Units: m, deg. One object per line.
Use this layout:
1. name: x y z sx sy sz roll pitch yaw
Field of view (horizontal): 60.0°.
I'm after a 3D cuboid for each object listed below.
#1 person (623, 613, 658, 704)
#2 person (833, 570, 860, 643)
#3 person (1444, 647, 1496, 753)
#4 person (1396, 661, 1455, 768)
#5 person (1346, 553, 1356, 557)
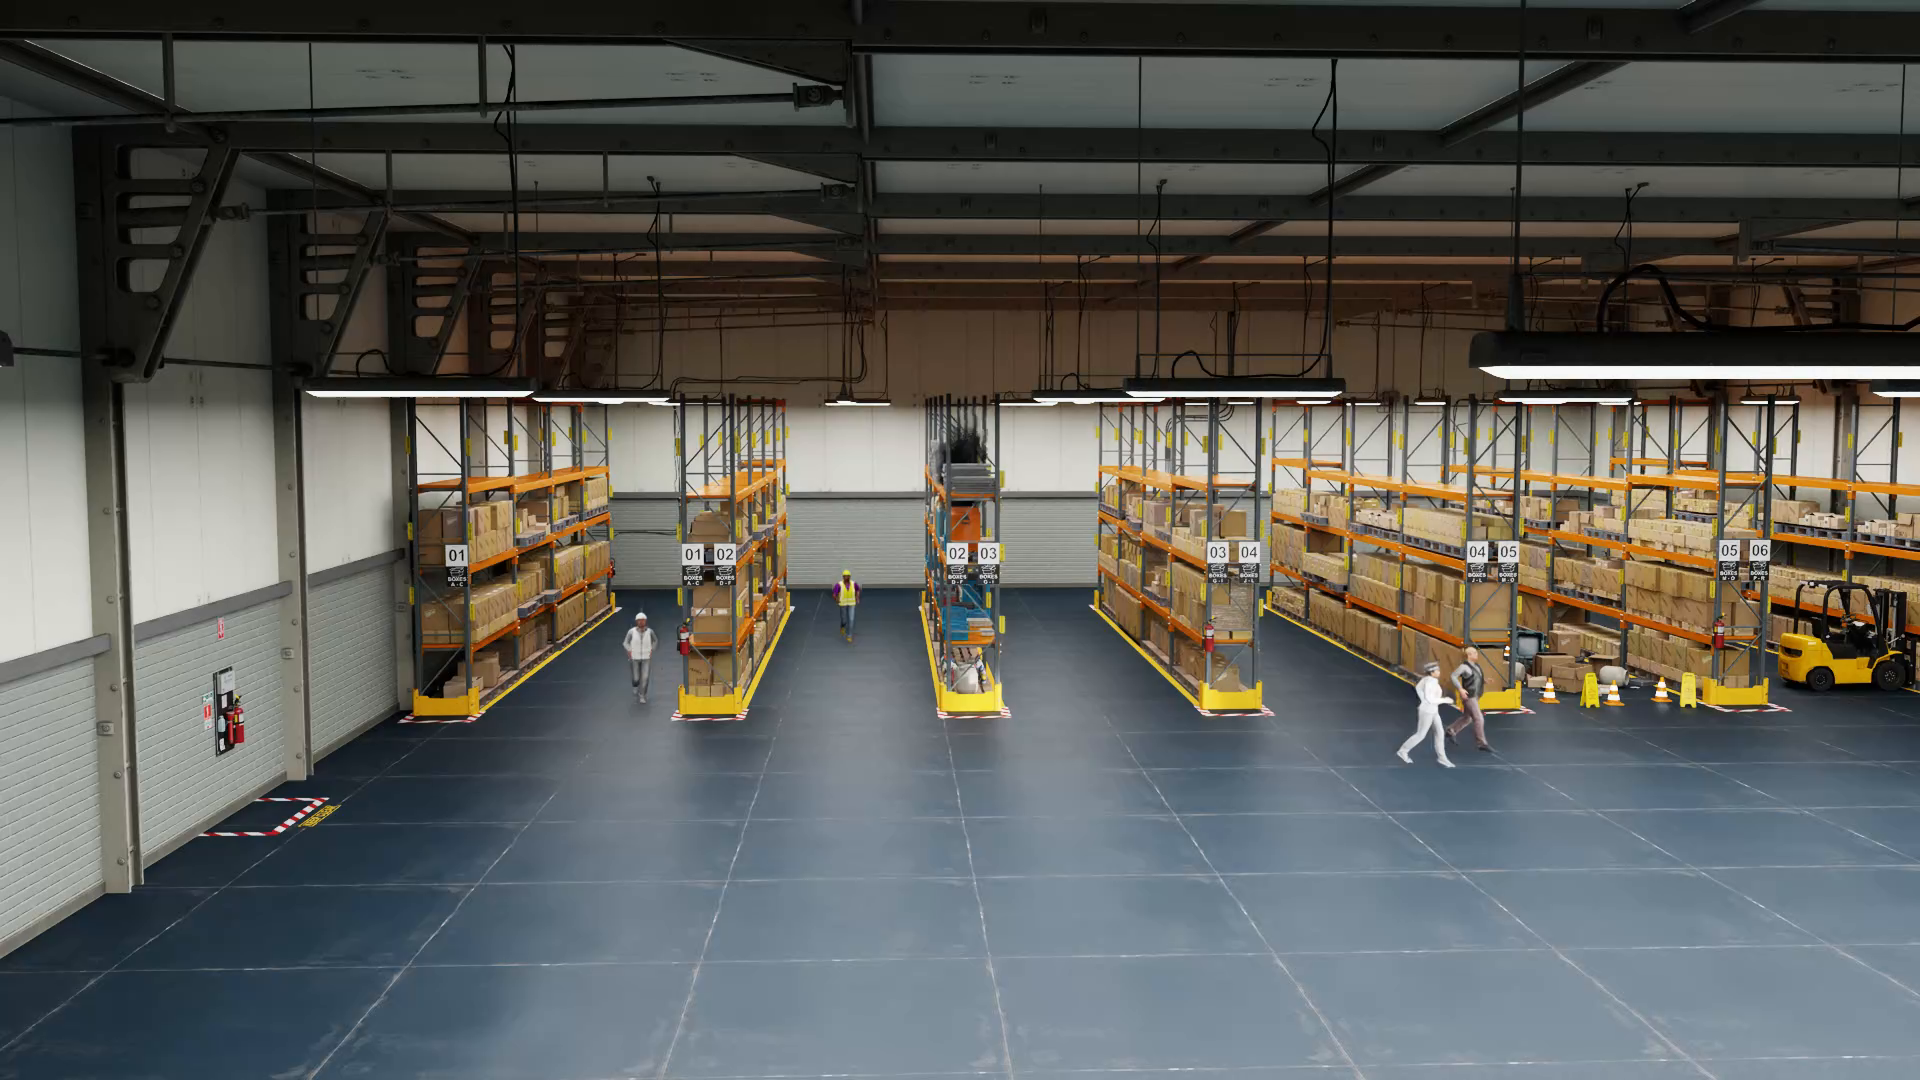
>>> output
1. person: -6.223 2.288 32.450 0.675 1.740 0.723 -1 5 -16
2. person: -2.787 1.621 41.047 0.699 1.758 0.850 -1 5 -12
3. person: 8.527 2.640 27.747 0.950 1.710 0.659 4 6 38
4. person: 7.448 2.774 26.536 0.896 1.707 0.574 2 5 23
5. person: 11.542 1.001 49.208 0.881 1.735 0.583 0 5 3
